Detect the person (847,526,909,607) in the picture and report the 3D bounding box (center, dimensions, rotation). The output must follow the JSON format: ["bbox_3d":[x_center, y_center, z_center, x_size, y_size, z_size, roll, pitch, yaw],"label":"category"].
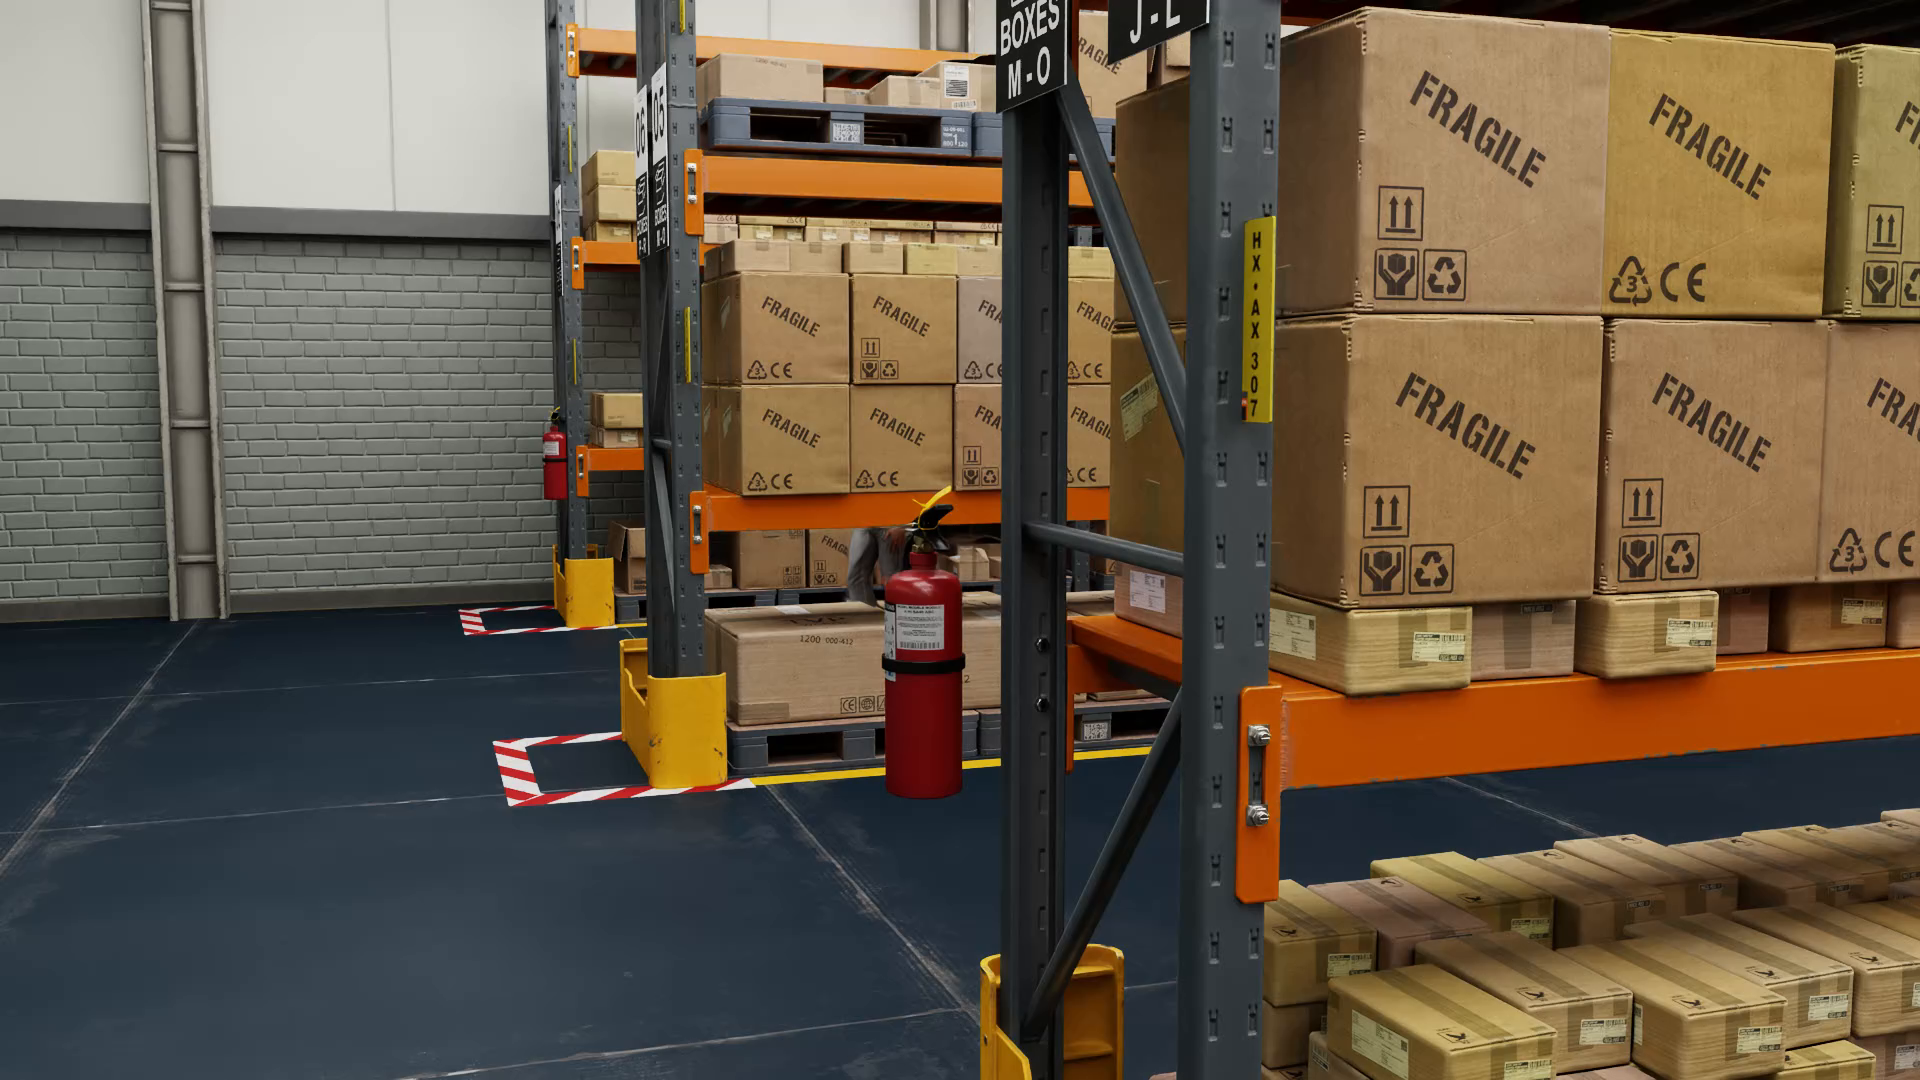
[{"bbox_3d":[-0.446,-0.115,10.854,0.899,1.741,0.589,-4,7,-37],"label":"person"}]
